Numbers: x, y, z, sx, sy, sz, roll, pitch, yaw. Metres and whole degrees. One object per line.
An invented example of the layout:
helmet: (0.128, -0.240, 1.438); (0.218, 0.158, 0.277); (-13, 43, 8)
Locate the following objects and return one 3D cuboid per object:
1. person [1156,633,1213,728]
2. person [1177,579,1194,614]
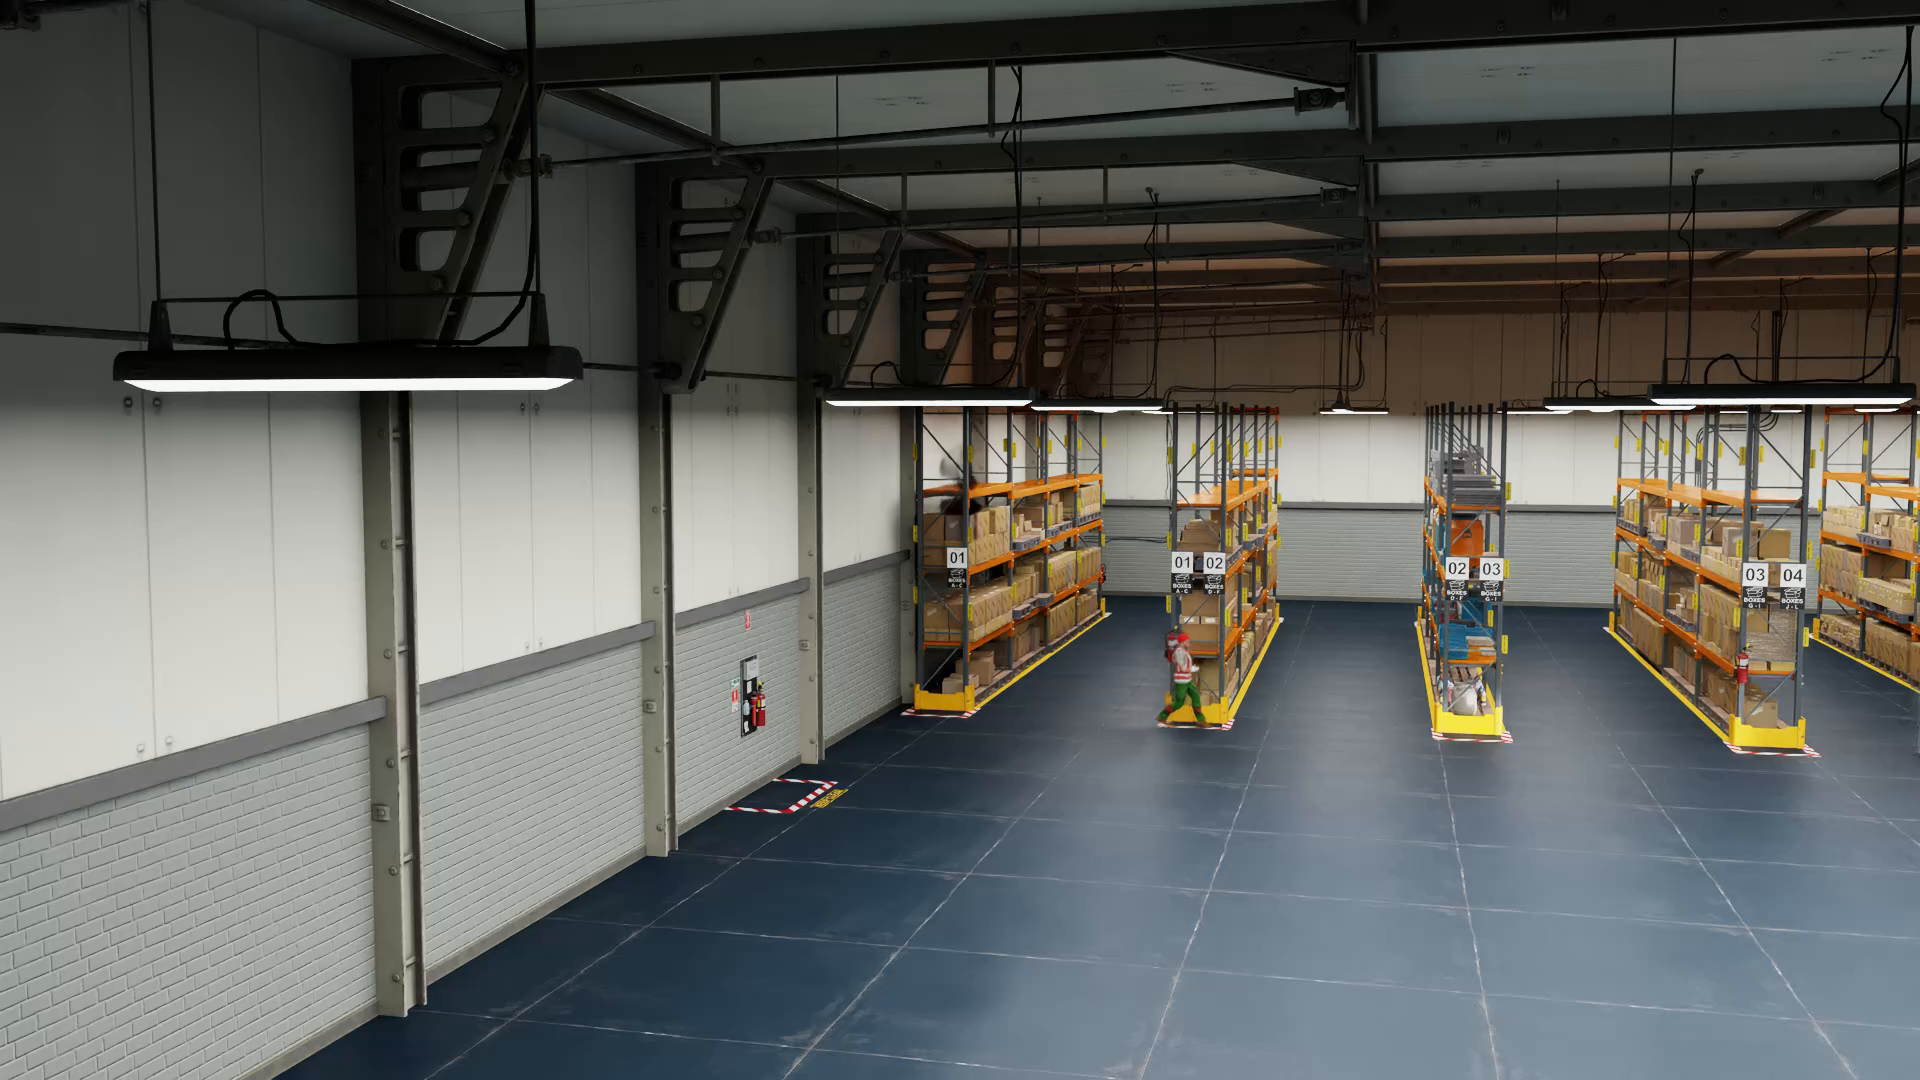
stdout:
person: (4.097, 2.586, 30.366); (1.004, 1.777, 0.673); (1, 4, 15)
person: (5.946, 1.635, 43.487); (0.658, 1.773, 1.135); (1, 4, 14)
